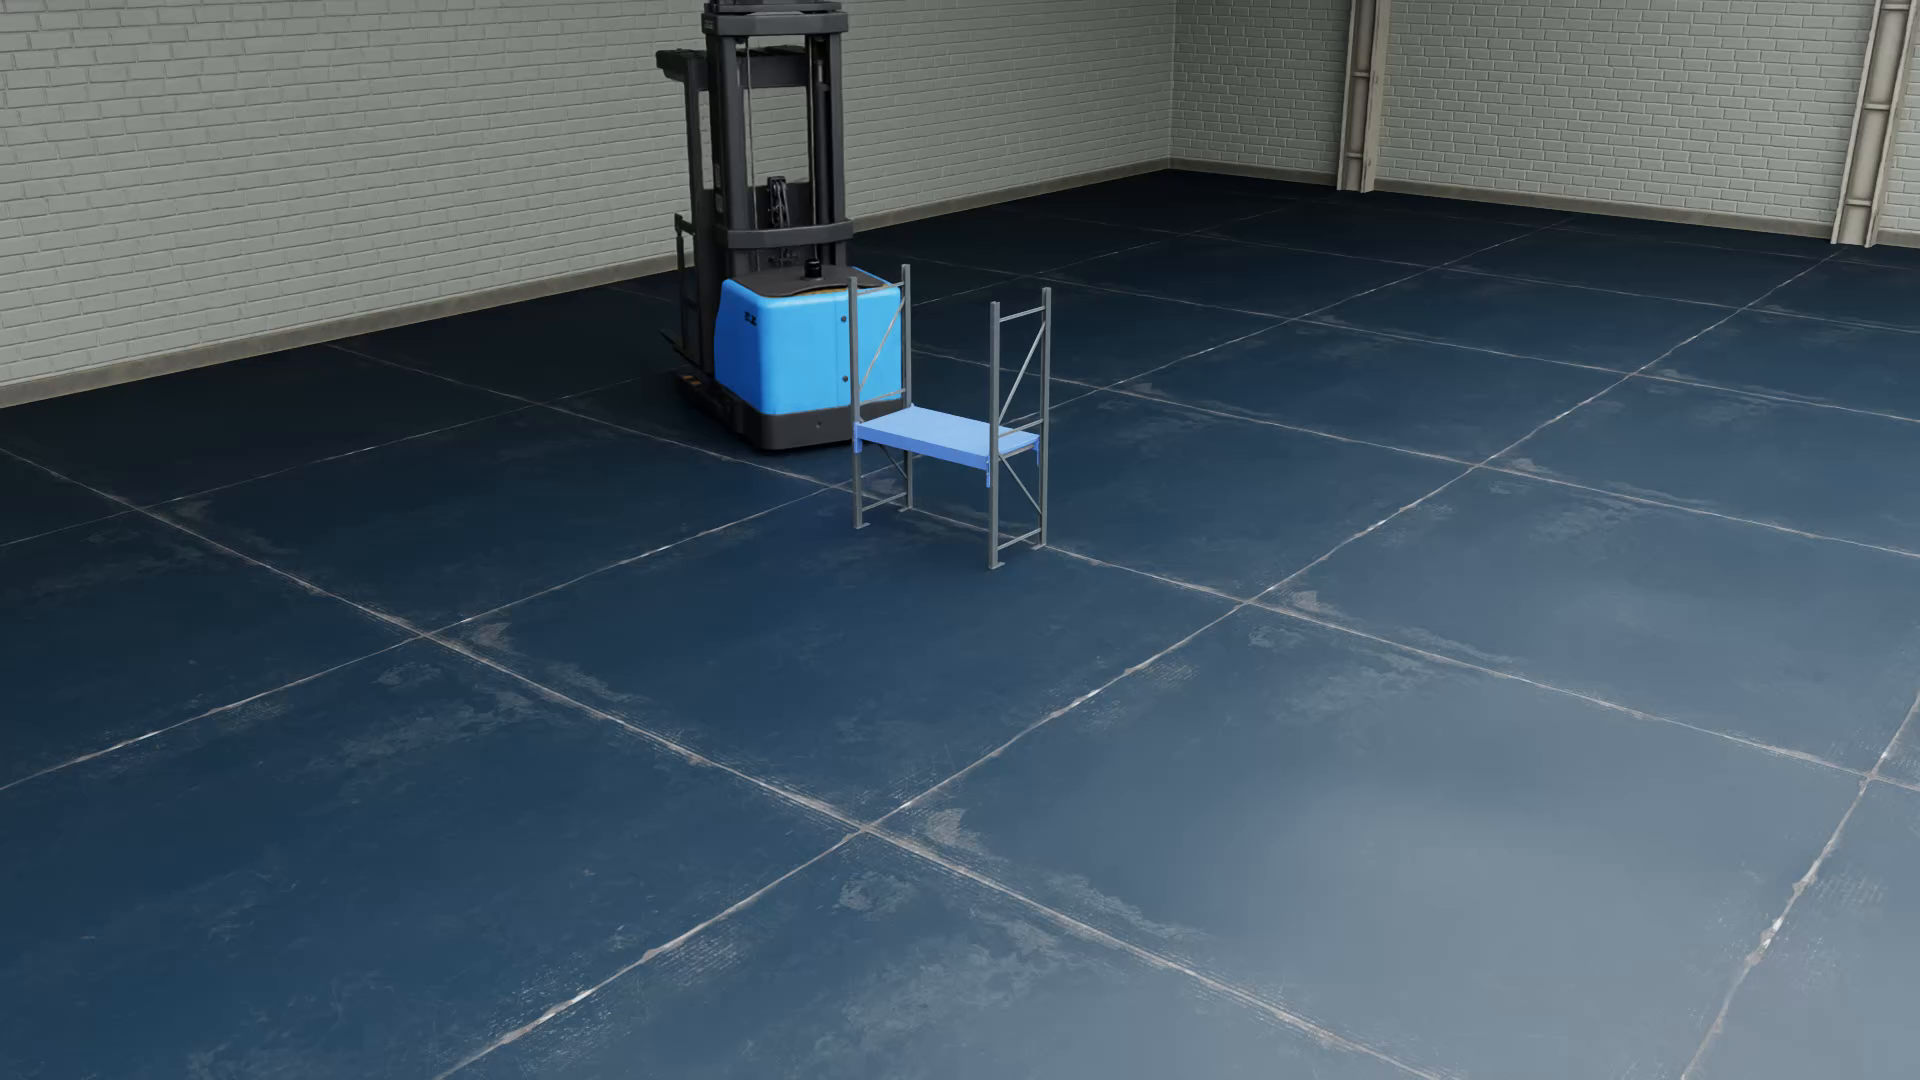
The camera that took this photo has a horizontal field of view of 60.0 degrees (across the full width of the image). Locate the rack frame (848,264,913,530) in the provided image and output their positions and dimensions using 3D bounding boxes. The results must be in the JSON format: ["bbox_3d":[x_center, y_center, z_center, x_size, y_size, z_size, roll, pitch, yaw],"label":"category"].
[{"bbox_3d":[-0.460,-0.834,9.755,0.032,1.500,0.500,16,26,36],"label":"rack frame"}]

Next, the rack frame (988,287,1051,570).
[{"bbox_3d":[0.328,-0.607,9.153,0.032,1.500,0.500,16,26,36],"label":"rack frame"}]

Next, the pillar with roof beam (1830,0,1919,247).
[{"bbox_3d":[7.133,-6.307,13.640,0.400,9.000,9.100,16,26,36],"label":"pillar with roof beam"}]

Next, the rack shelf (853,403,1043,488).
[{"bbox_3d":[-0.066,-0.552,9.517,1.000,0.185,0.538,16,26,36],"label":"rack shelf"}]

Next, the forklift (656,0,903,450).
[{"bbox_3d":[-1.482,-2.450,12.011,1.130,2.935,3.031,-10,23,-24],"label":"forklift"}]

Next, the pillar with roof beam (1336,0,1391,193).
[{"bbox_3d":[2.484,-7.646,17.190,0.400,9.000,9.100,16,26,36],"label":"pillar with roof beam"}]

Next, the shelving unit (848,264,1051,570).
[{"bbox_3d":[-0.066,-0.721,9.454,1.048,1.500,0.538,16,26,36],"label":"shelving unit"}]
